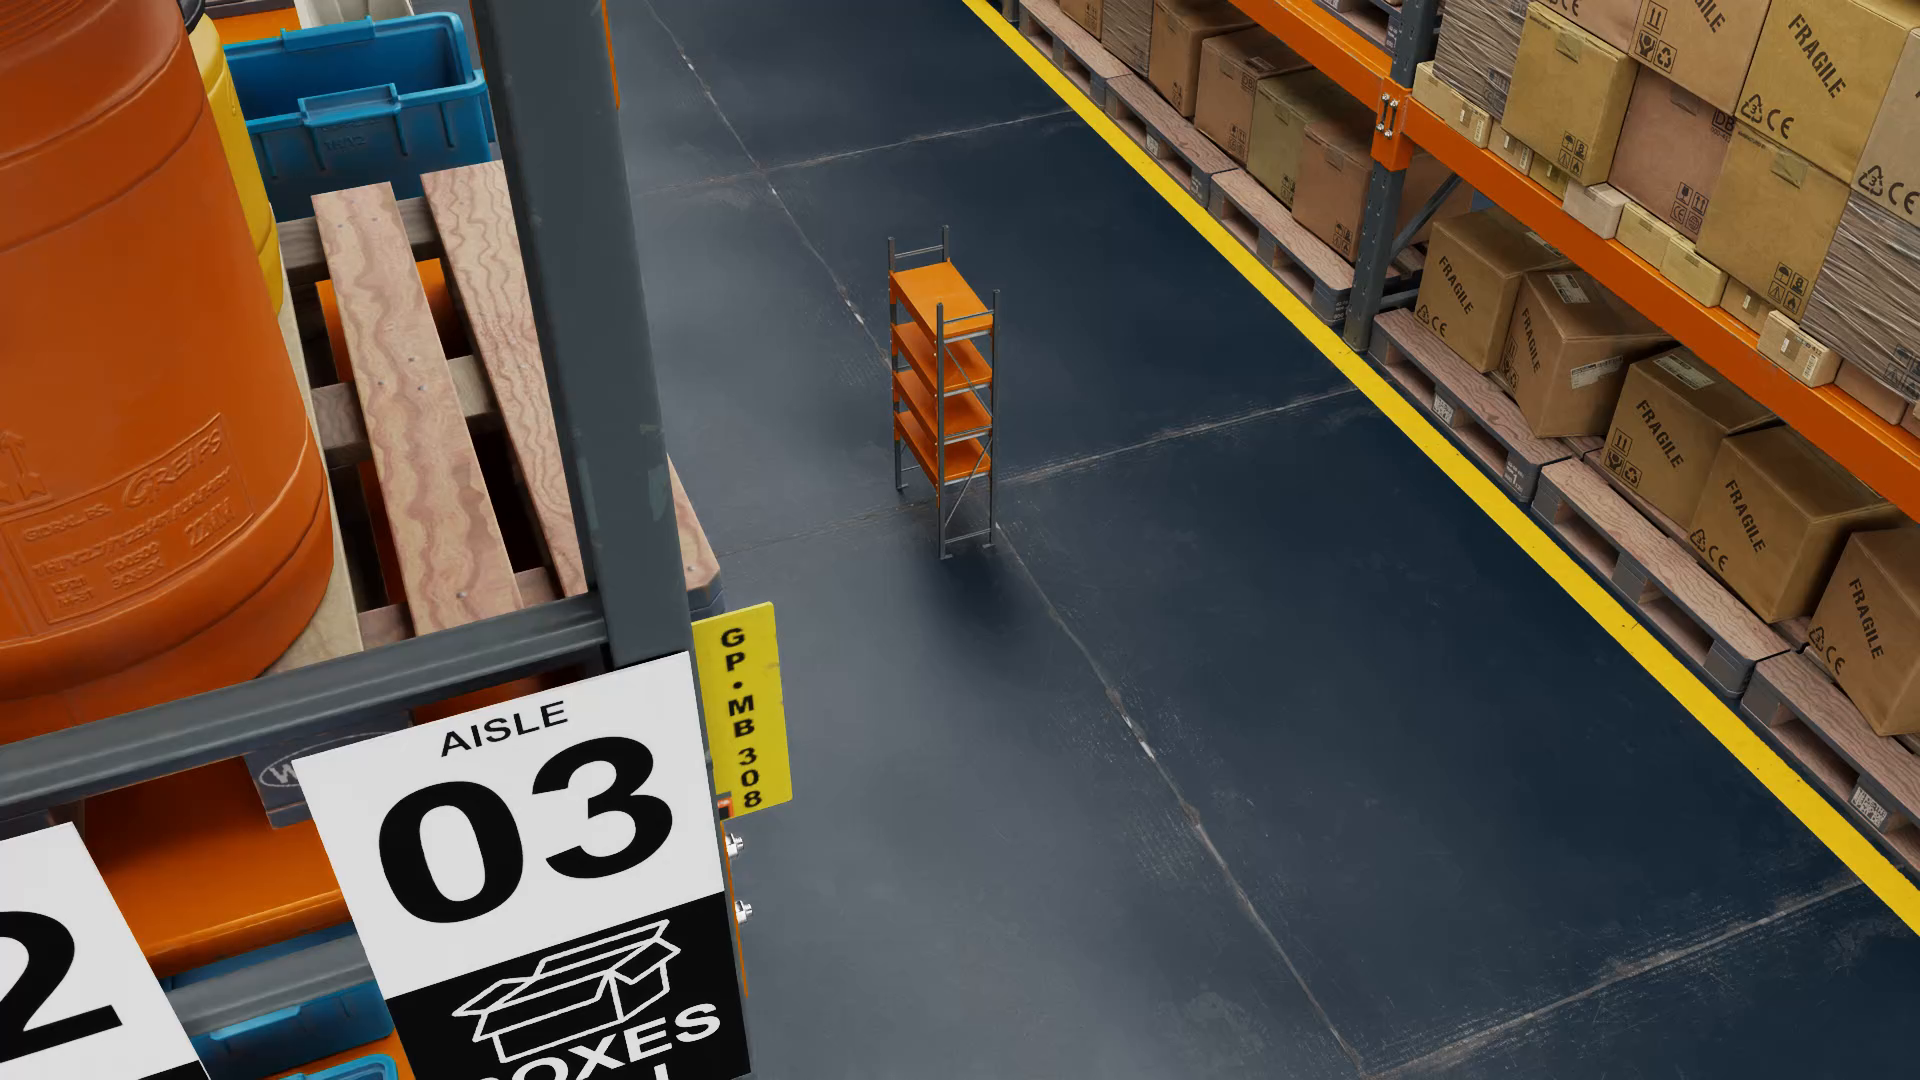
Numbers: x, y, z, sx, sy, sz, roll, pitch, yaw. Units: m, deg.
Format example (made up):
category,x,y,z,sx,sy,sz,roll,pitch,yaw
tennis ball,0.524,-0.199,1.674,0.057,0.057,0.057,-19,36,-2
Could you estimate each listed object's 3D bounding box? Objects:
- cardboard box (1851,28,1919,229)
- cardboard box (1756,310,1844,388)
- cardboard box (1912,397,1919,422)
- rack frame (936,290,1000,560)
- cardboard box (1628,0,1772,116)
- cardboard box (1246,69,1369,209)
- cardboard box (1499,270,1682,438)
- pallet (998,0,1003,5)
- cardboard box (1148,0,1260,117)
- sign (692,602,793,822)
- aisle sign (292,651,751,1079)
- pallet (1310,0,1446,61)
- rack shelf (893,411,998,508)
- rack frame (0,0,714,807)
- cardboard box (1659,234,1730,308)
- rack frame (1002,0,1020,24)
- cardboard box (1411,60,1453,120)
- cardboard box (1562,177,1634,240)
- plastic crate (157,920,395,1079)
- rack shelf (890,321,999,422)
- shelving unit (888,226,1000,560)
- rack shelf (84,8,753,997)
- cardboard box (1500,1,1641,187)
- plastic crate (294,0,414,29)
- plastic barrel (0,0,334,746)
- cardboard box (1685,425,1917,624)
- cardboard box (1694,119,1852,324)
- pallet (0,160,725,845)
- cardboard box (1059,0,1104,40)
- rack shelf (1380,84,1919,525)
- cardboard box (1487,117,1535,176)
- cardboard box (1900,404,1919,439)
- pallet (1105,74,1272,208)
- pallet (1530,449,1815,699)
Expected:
category,x,y,z,sx,sy,sz,roll,pitch,yaw
cardboard box,2.991,-1.158,4.724,0.500,0.500,0.500,-15,43,-17
cardboard box,2.845,-0.659,5.408,0.380,0.149,0.250,-15,43,-17
cardboard box,3.328,-0.517,4.746,0.875,0.500,0.500,-15,43,-17
rack frame,0.030,-0.408,6.304,0.240,1.200,0.015,-15,43,-17
cardboard box,2.606,-1.759,5.424,0.500,0.500,0.500,-15,43,-17
cardboard box,1.905,-2.053,8.416,0.700,0.500,0.500,-15,43,-17
cardboard box,2.627,-0.784,6.956,0.500,0.500,0.500,-3,41,-3
pallet,0.523,-4.012,11.254,1.003,0.211,1.213,-15,43,-17
cardboard box,1.477,-2.726,9.199,0.700,0.500,0.500,-12,42,-13
sign,-0.251,0.204,1.905,0.100,0.325,0.005,-15,43,-17
aisle sign,-0.462,0.464,1.917,0.394,0.787,0.004,-15,43,-17
pallet,2.127,-2.590,7.609,1.003,0.211,1.213,-15,43,-17
rack shelf,-0.063,-0.353,6.648,0.258,0.148,0.480,-15,43,-17
rack frame,-0.761,-0.796,0.774,1.000,3.000,0.127,-15,43,-17
cardboard box,2.676,-0.966,5.766,0.380,0.149,0.250,-15,43,-17
rack frame,0.755,-4.576,9.771,1.000,3.000,0.127,-15,43,-17
cardboard box,2.089,-1.866,6.813,0.380,0.149,0.250,-15,43,-17
cardboard box,2.456,-1.260,6.107,0.380,0.149,0.250,-15,43,-17
plastic crate,-1.472,0.916,3.498,0.499,0.251,0.408,-15,43,-17
rack shelf,-0.063,-0.673,6.373,0.258,0.148,0.480,-15,43,-17
shelving unit,-0.063,-0.555,6.475,0.258,1.200,0.503,-15,43,-17
rack shelf,-1.526,-0.590,3.387,1.077,0.370,4.000,-15,43,-17
cardboard box,2.559,-1.720,6.145,0.875,0.500,0.500,-15,43,-17
plastic crate,-1.303,-1.102,3.633,0.243,0.136,0.396,-15,43,-17
plastic barrel,-1.064,-0.241,1.778,0.600,0.830,0.708,-15,43,-17
cardboard box,3.110,-0.082,6.140,0.500,0.500,0.500,-11,42,-13
cardboard box,2.996,-1.133,5.462,0.875,0.500,0.500,-15,43,-17
pallet,-0.987,-0.110,2.421,1.003,0.211,1.213,-15,43,-17
cardboard box,1.029,-3.396,9.979,0.700,0.500,0.500,-17,44,-19
rack shelf,3.050,-0.689,5.802,1.077,0.370,4.000,-15,43,-17
cardboard box,2.294,-1.569,6.467,0.380,0.149,0.250,-15,43,-17
cardboard box,3.139,-0.386,5.090,0.380,0.149,0.250,-15,43,-17
pallet,1.515,-2.314,9.279,1.003,0.211,1.213,-15,43,-17
pallet,3.045,0.023,6.562,1.003,0.211,1.213,-15,43,-17
